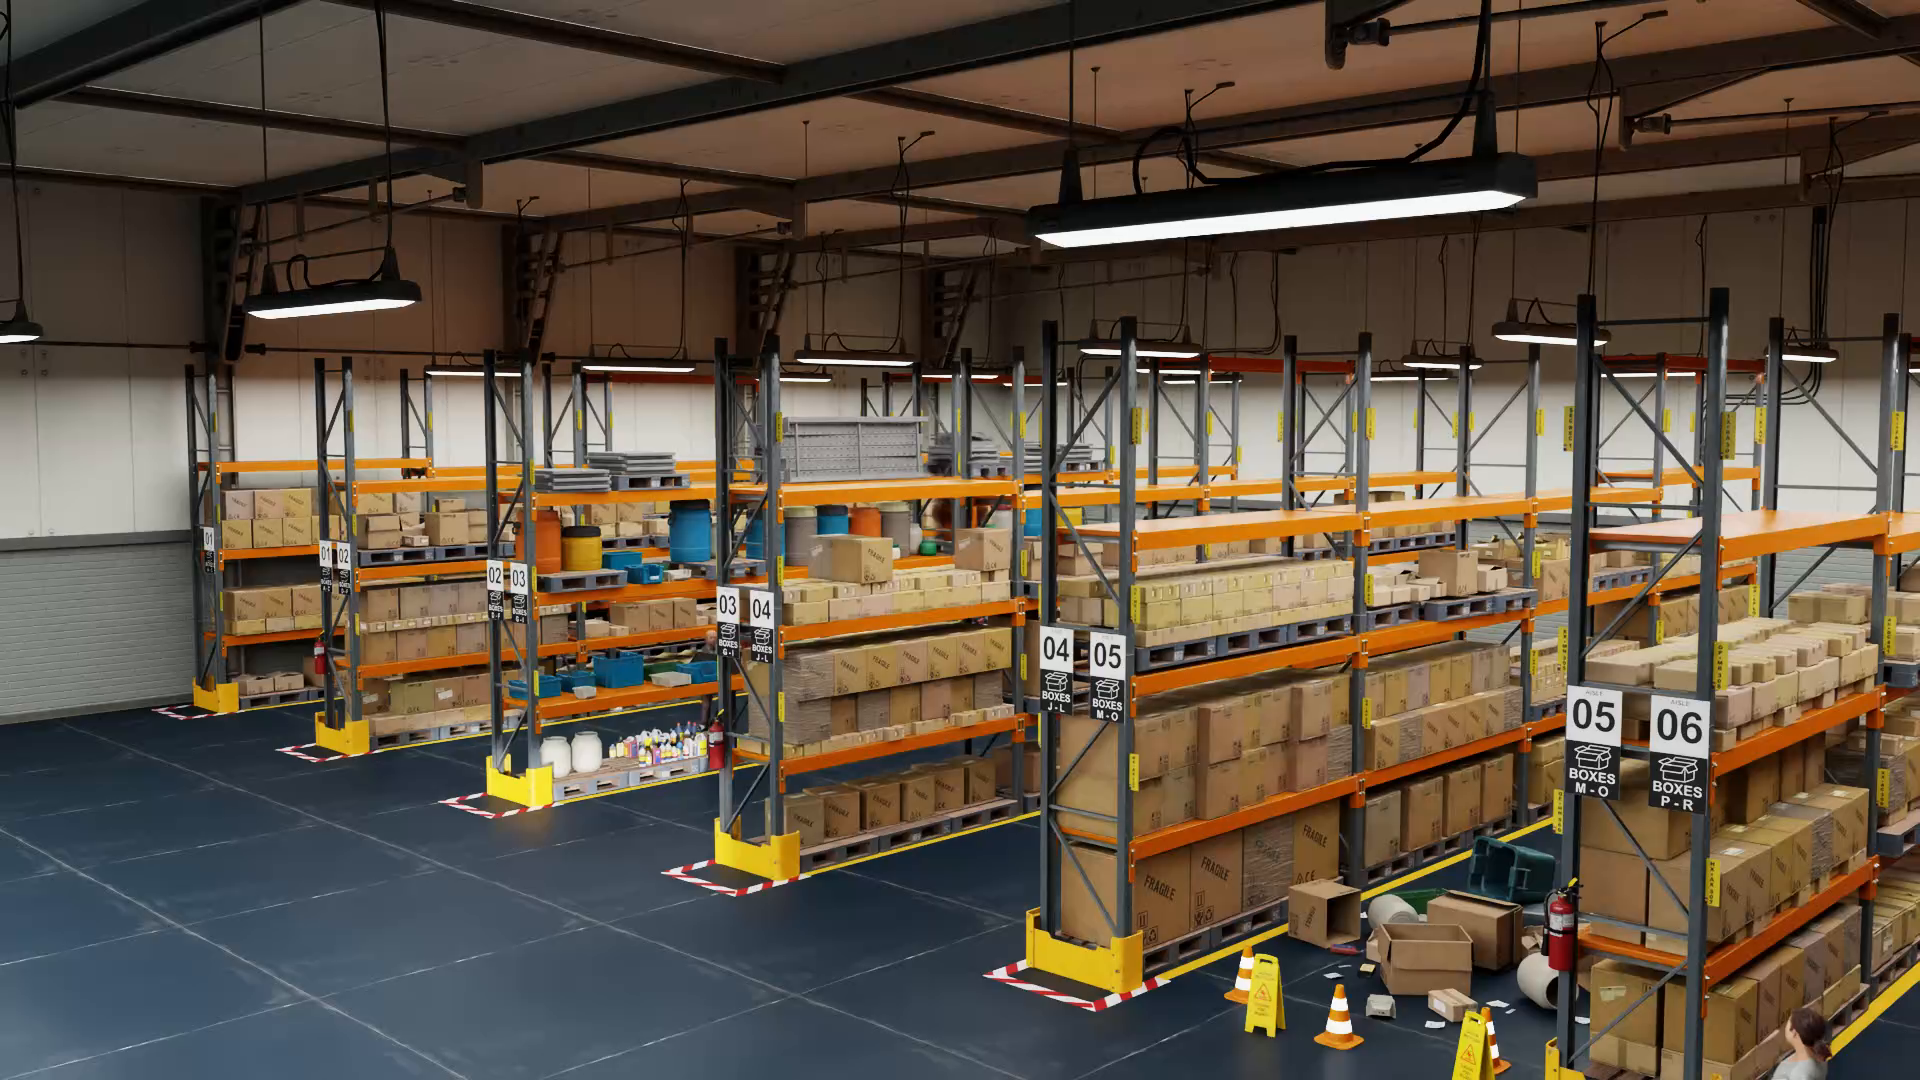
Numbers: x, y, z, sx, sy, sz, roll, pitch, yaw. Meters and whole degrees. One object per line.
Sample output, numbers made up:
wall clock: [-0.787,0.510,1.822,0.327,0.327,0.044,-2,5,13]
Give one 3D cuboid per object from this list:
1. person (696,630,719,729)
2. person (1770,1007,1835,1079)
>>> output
person: [-3.912,2.286,26.336,0.653,1.725,0.529,-2,5,-21]
person: [4.962,3.578,9.853,0.381,1.707,0.594,2,5,23]
